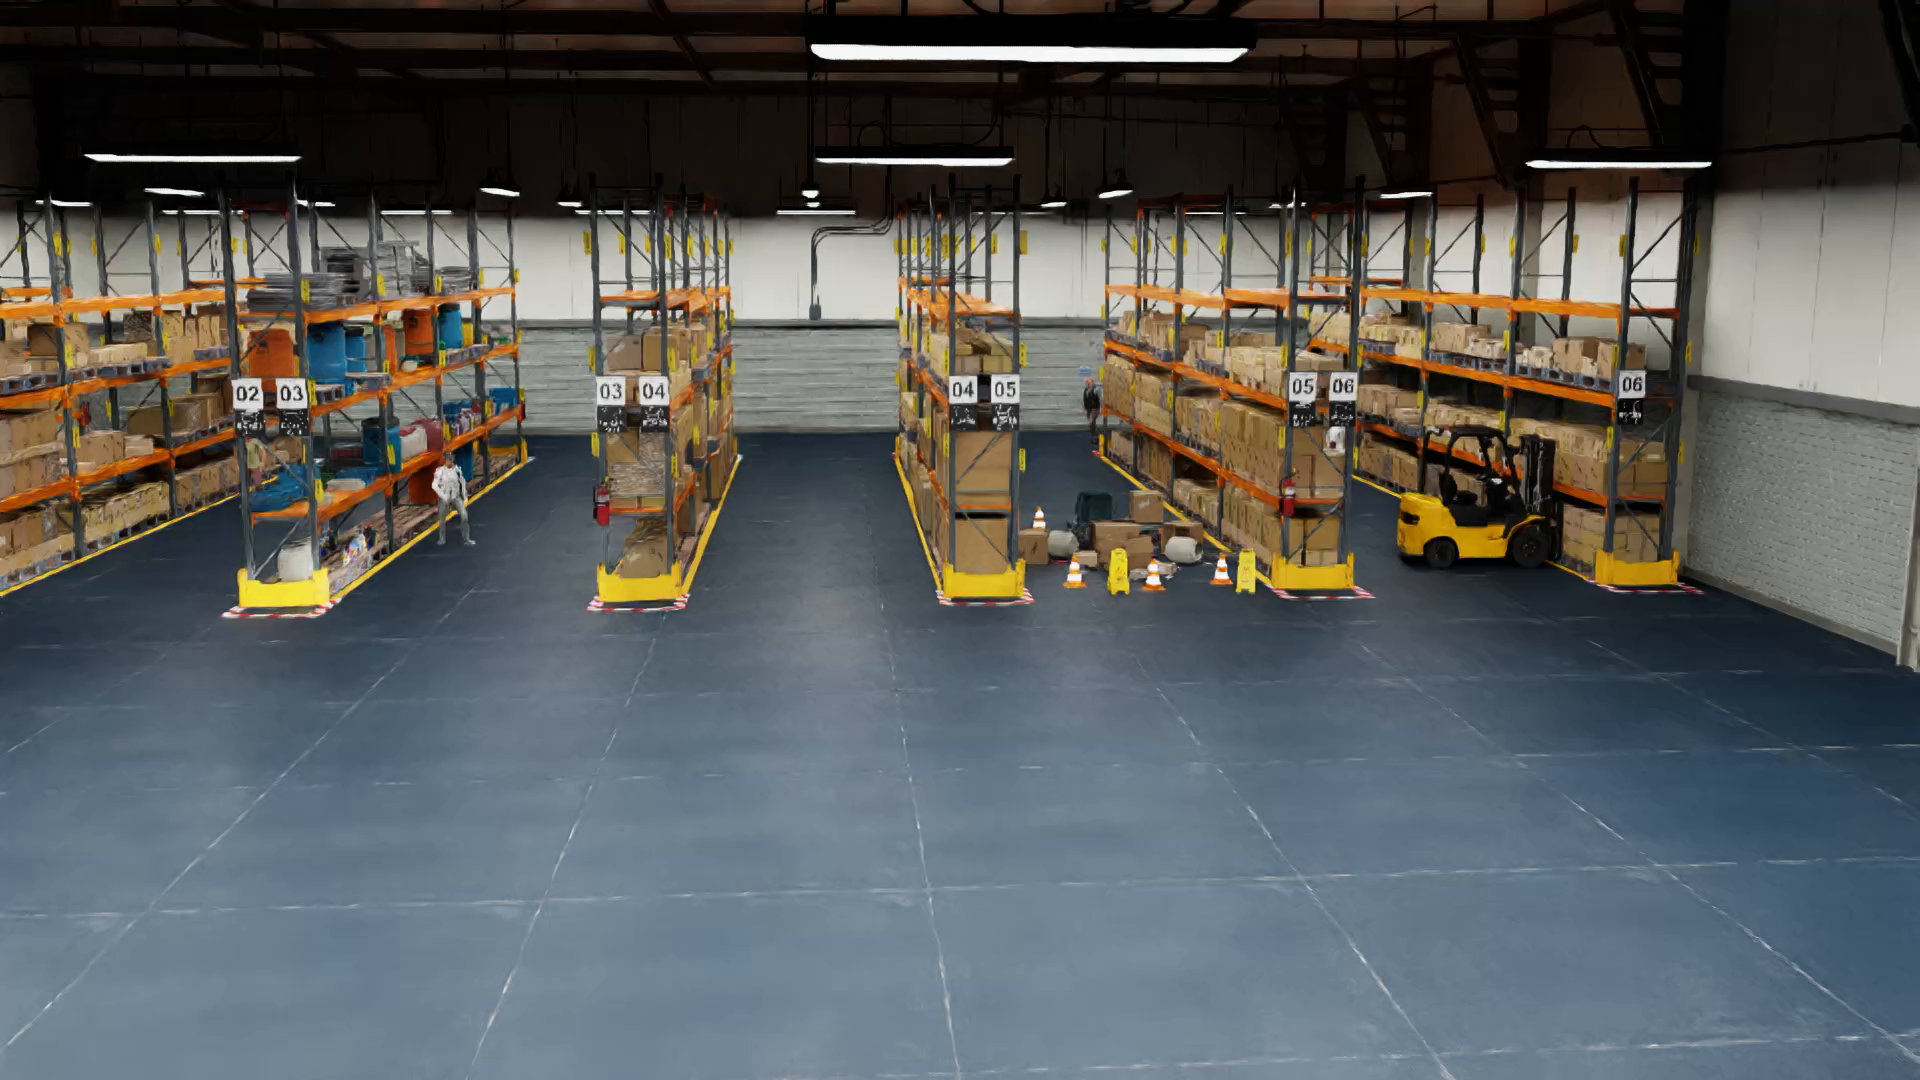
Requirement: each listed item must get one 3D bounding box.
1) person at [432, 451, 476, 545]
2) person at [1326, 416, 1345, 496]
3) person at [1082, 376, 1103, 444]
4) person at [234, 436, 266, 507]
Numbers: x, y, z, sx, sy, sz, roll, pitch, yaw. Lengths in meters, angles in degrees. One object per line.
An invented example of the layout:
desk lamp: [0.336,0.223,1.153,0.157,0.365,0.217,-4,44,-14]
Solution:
person: [-8.596,-0.715,28.062,0.623,1.619,0.757,-5,11,-27]
person: [7.434,-1.696,33.155,0.585,1.763,0.682,4,11,20]
person: [3.423,-3.360,42.723,0.503,1.705,0.647,-8,13,-38]
person: [-13.664,-1.391,32.039,0.598,1.592,0.506,-1,10,-6]
